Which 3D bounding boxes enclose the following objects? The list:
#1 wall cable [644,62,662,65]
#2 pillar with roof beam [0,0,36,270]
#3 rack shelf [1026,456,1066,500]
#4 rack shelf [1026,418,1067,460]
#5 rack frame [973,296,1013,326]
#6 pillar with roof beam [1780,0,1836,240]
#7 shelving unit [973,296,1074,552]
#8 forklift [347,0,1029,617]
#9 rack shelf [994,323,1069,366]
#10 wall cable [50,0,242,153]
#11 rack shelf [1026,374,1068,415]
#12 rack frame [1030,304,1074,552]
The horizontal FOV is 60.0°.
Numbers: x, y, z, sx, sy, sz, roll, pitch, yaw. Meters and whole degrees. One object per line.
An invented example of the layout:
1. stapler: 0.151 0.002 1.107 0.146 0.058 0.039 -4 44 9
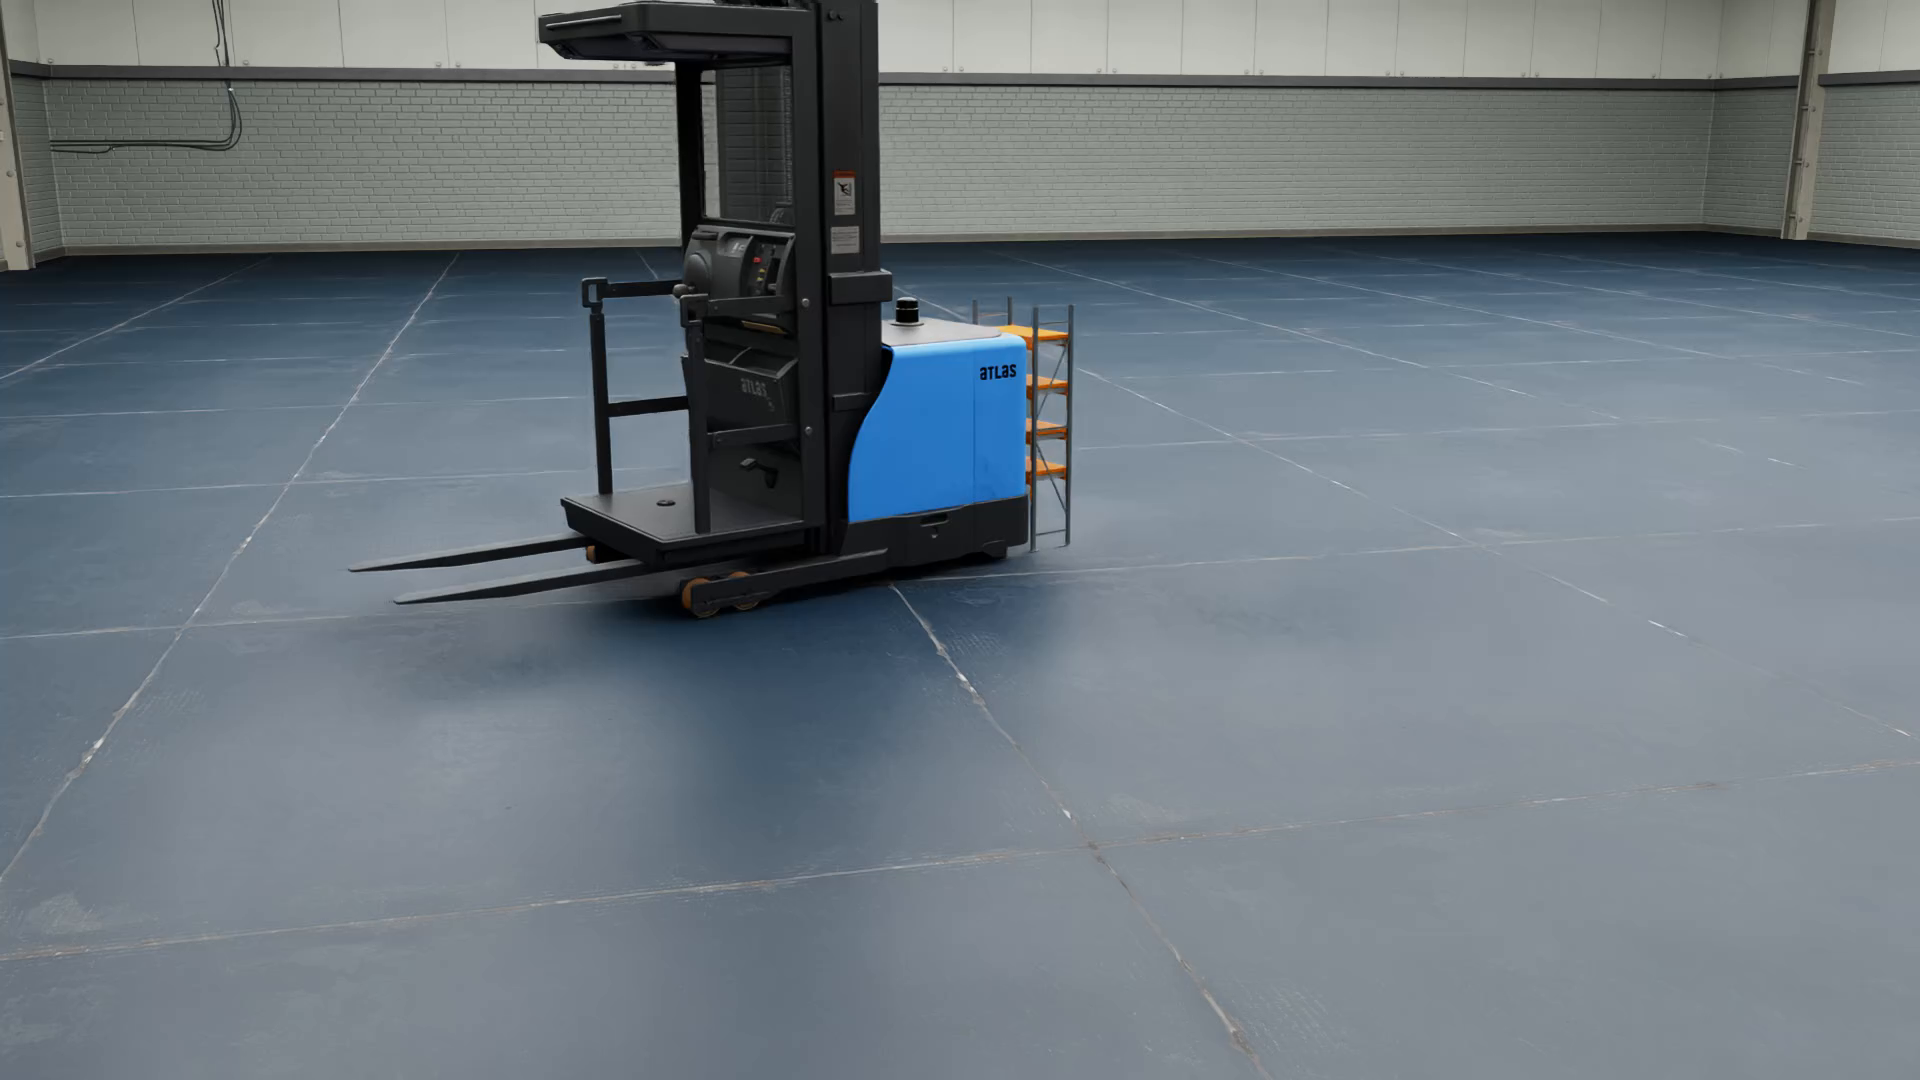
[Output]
1. wall cable: -4.481 -11.433 29.097 2.305 6.003 0.169 -3 14 -13
2. pillar with roof beam: -10.122 -8.742 25.249 9.100 9.000 0.400 -3 14 -13
3. rack shelf: 0.306 -0.328 8.362 0.258 0.148 0.480 -10 17 -35
4. rack shelf: 0.307 -0.521 8.315 0.258 0.148 0.480 -10 17 -35
5. rack frame: 0.164 -0.634 8.492 0.240 1.200 0.015 -10 17 -35
6. pillar with roof beam: 12.128 -10.018 30.471 9.100 9.000 0.400 -3 14 -13
7. shelving unit: 0.307 -0.587 8.299 0.258 1.200 0.503 -10 17 -35
8. forklift: -1.161 -1.236 7.309 3.031 2.935 1.130 -10 17 -35
9. rack shelf: 0.307 -0.968 8.206 0.258 0.148 0.480 -10 17 -35
10. wall cable: -13.713 -7.747 27.718 3.097 2.526 0.112 -3 14 -13
11. rack shelf: 0.307 -0.739 8.262 0.258 0.148 0.480 -10 17 -35
12. rack frame: 0.449 -0.540 8.107 0.240 1.200 0.015 -10 17 -35
